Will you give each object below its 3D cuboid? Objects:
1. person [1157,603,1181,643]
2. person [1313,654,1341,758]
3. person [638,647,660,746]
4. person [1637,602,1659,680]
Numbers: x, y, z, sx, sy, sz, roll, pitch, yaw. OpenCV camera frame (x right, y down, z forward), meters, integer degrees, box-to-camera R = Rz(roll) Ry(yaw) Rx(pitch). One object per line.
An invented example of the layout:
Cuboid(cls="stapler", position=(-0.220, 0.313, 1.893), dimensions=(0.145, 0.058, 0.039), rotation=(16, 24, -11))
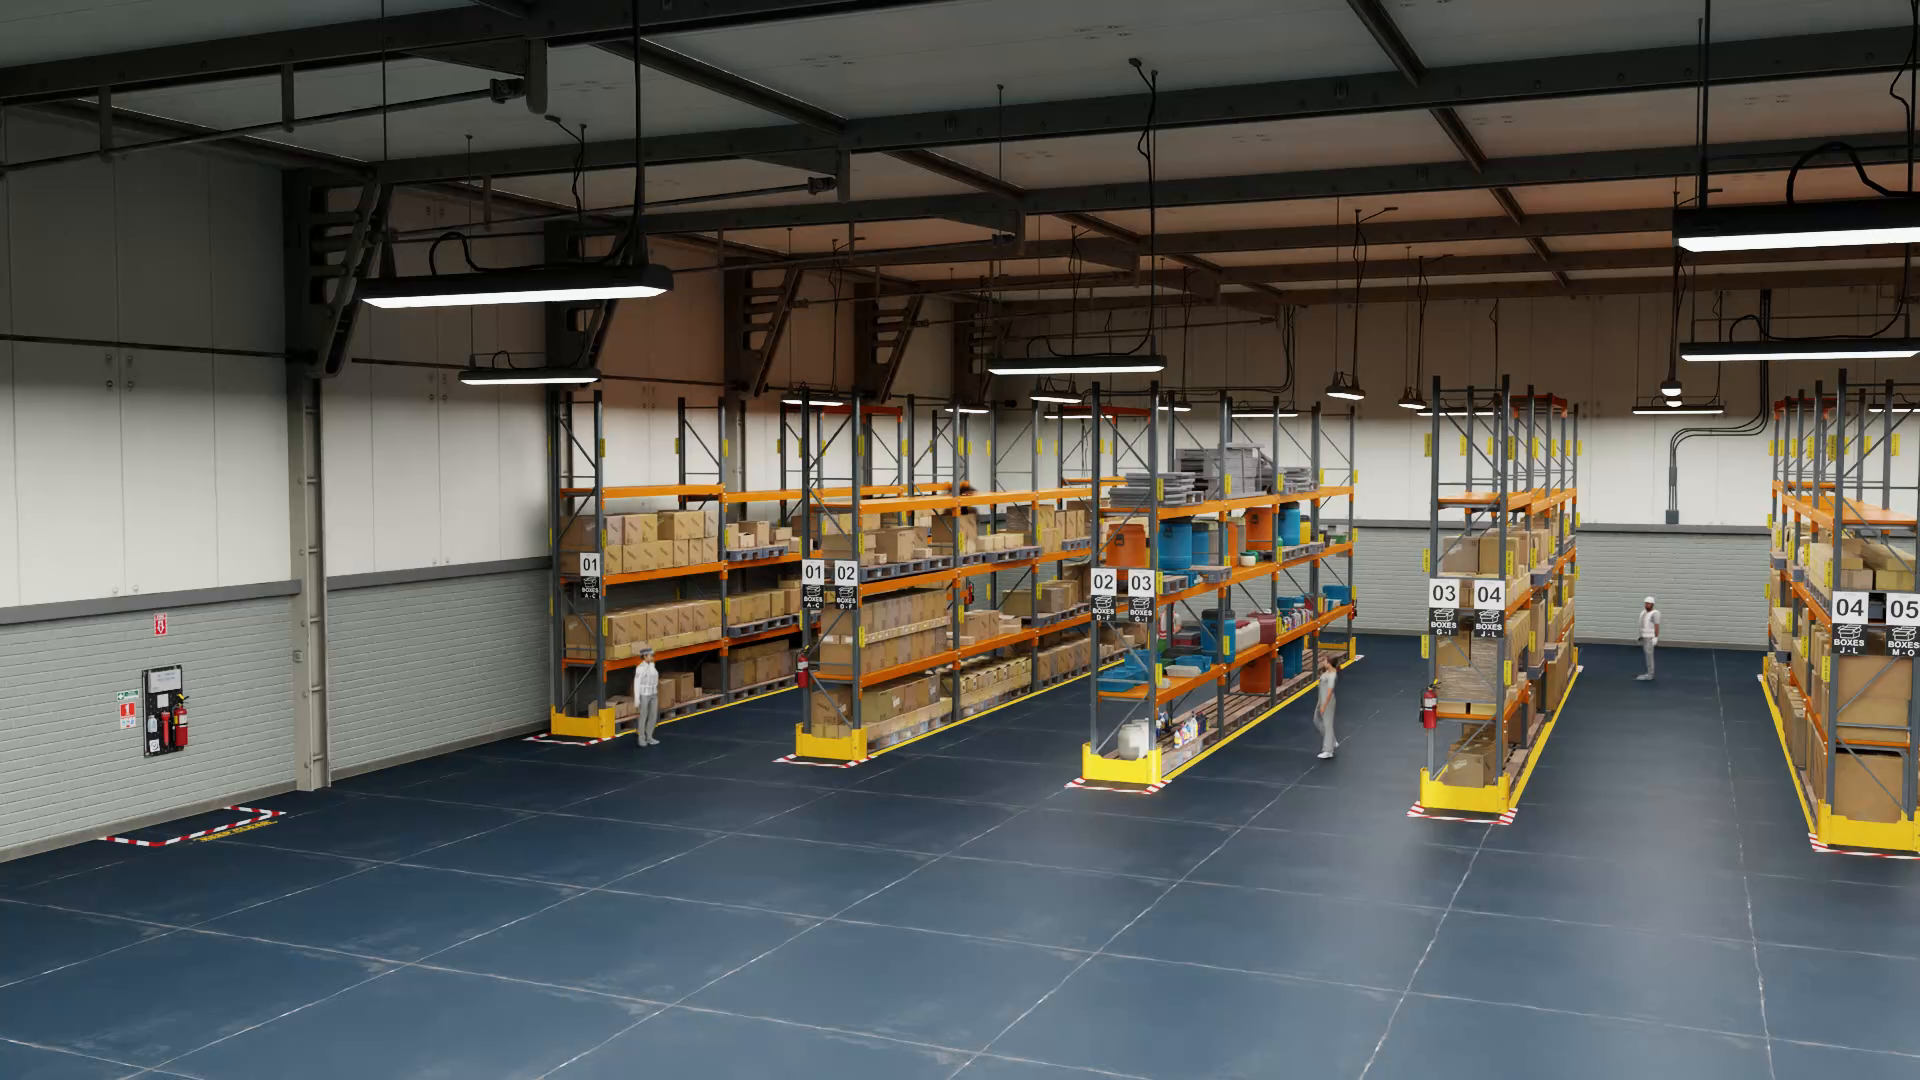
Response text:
Cuboid(cls="person", position=(4.484, 2.180, 35.927), dimensions=(0.607, 1.812, 0.877), rotation=(1, 3, 22))
Cuboid(cls="person", position=(5.972, 2.673, 26.999), dimensions=(0.446, 1.668, 0.531), rotation=(0, 3, -5))
Cuboid(cls="person", position=(-5.255, 2.621, 28.004), dimensions=(0.357, 1.679, 0.382), rotation=(2, 4, 33))
Cuboid(cls="person", position=(14.886, 2.139, 36.013), dimensions=(0.468, 1.751, 0.590), rotation=(0, 3, 6))
